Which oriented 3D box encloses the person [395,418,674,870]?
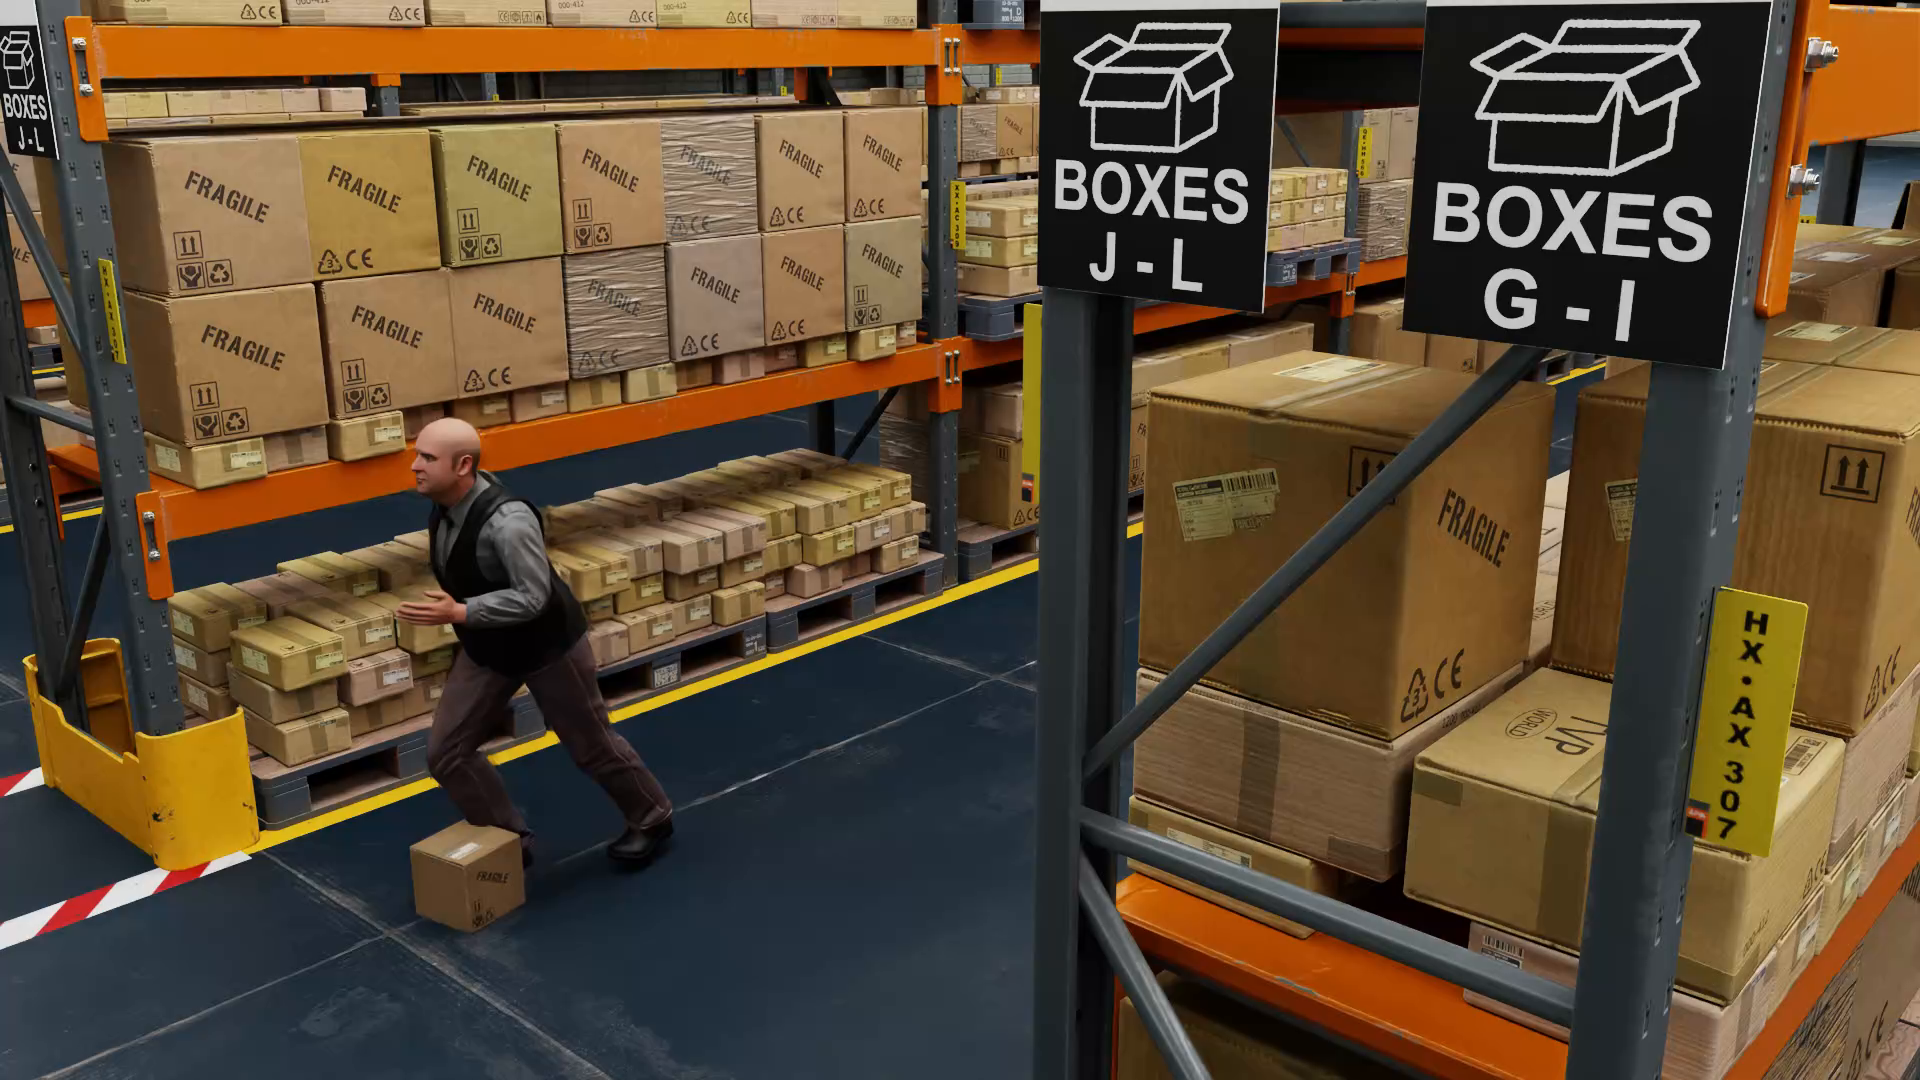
[{"bbox_3d":[-1.479,0.367,5.472,0.560,1.649,0.965,12,21,35],"label":"person"}]
